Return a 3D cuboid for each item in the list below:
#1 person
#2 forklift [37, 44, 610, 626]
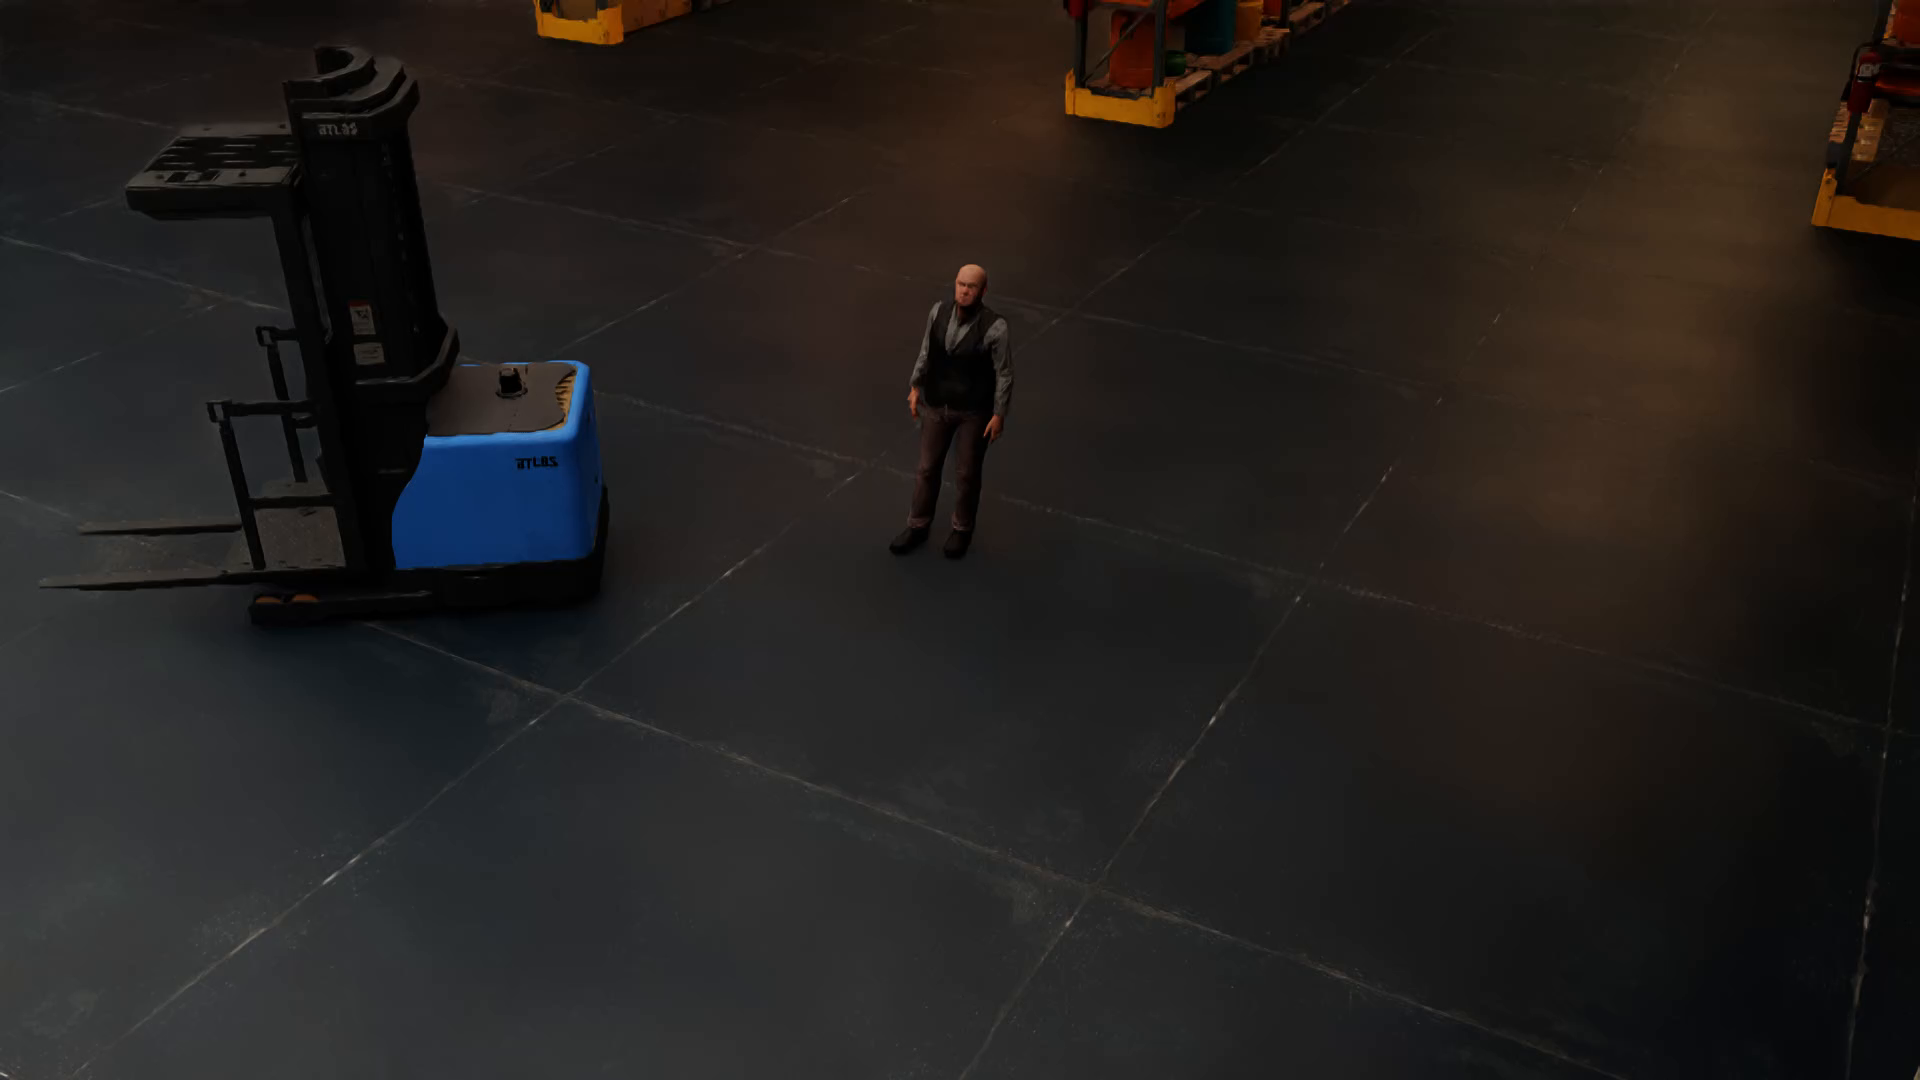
[{"bbox_3d":[-0.037,-0.726,9.525,0.632,1.720,0.567,15,33,25],"label":"person"},{"bbox_3d":[-3.594,-1.073,8.930,3.031,2.935,1.130,-3,30,-6],"label":"forklift"}]
